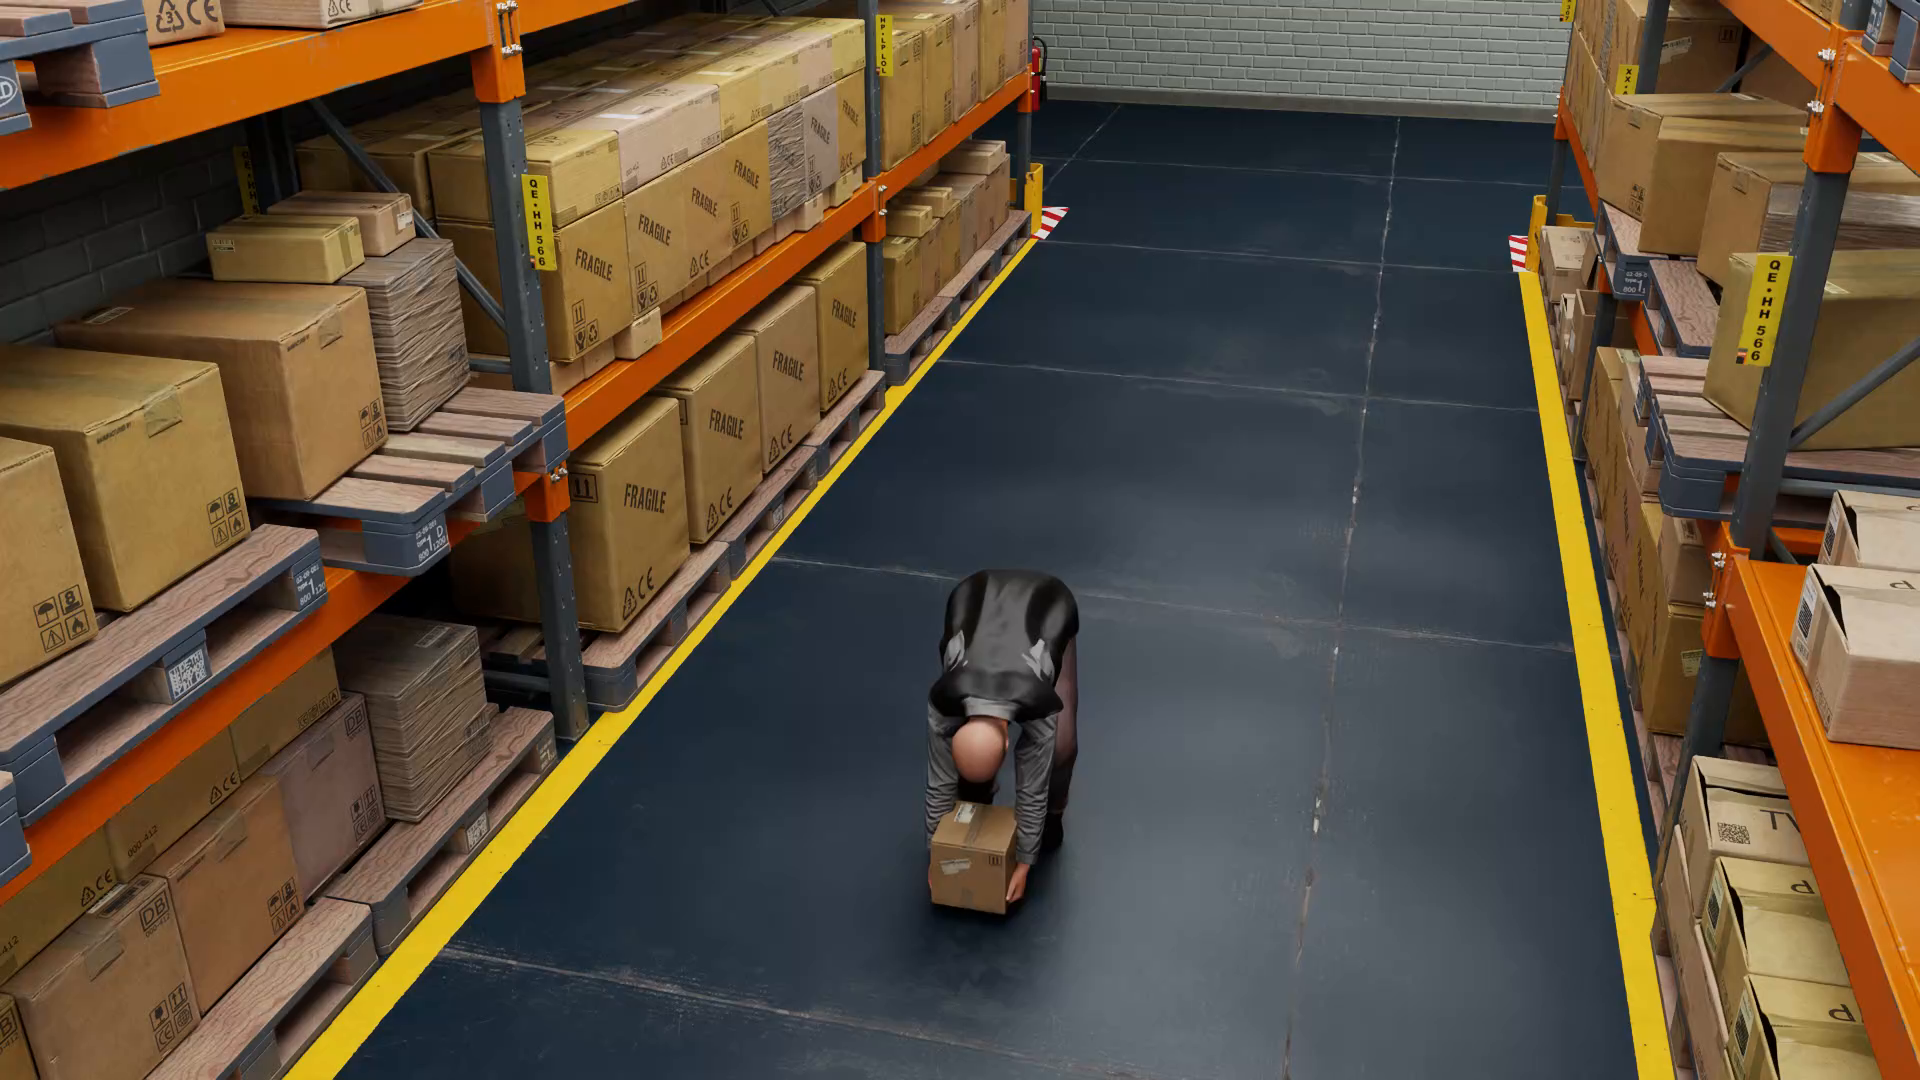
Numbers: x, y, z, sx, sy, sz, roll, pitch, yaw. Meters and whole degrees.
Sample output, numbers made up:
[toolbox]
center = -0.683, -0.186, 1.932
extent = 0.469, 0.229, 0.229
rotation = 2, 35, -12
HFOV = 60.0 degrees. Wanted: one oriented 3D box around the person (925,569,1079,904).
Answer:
[person]
center = 0.144, 0.649, 5.634
extent = 0.511, 0.973, 0.944
rotation = 5, 26, 11
